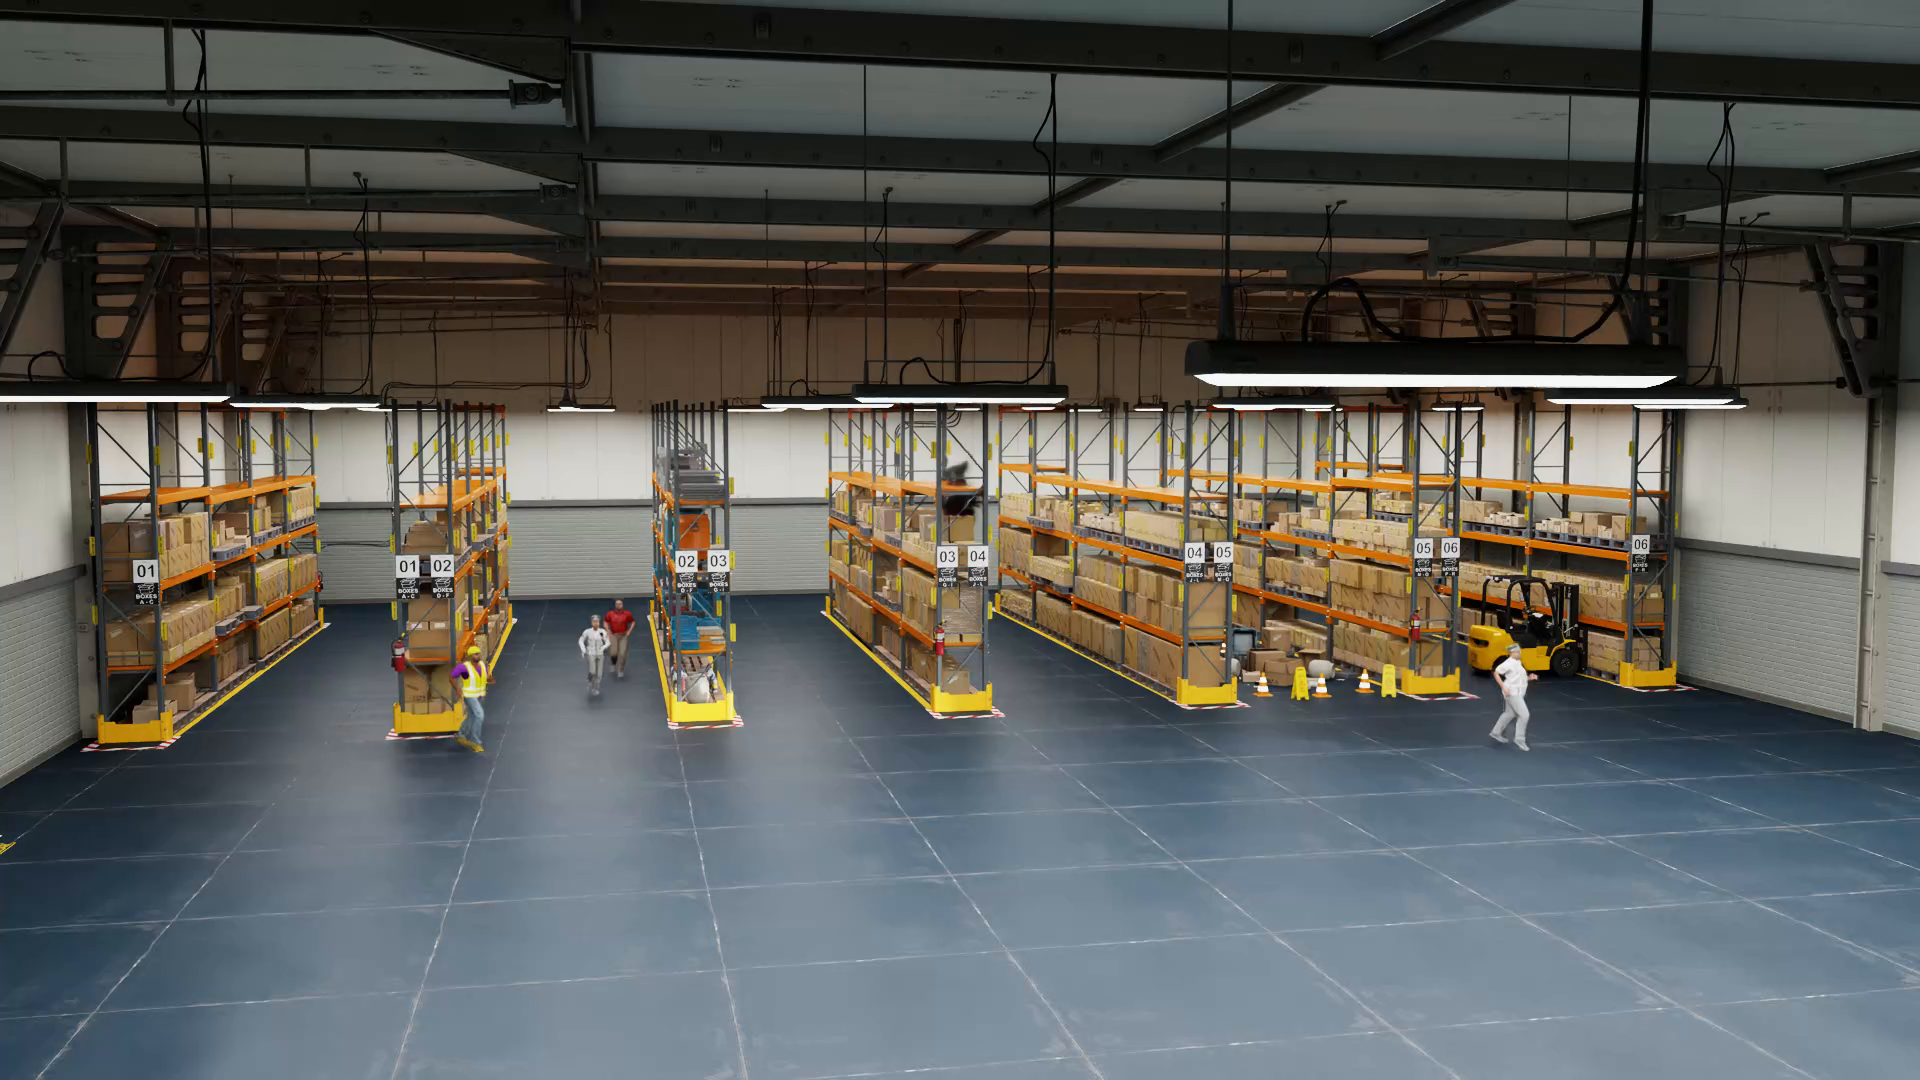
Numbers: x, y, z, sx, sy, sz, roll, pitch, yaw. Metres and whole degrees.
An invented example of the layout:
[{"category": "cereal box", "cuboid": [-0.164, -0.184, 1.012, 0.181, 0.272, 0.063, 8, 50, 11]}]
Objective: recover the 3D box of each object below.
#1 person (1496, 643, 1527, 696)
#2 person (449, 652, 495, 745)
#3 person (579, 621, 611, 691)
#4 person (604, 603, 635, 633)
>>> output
[{"category": "person", "cuboid": [9.505, 2.212, 28.595, 0.486, 0.901, 0.608, 2, 5, 29]}, {"category": "person", "cuboid": [-8.305, 2.644, 28.368, 0.780, 1.621, 0.686, 2, 5, 24]}, {"category": "person", "cuboid": [-7.414, 2.341, 33.844, 0.612, 1.551, 0.511, -2, 5, -21]}, {"category": "person", "cuboid": [-7.446, 1.707, 36.355, 0.650, 0.683, 0.370, -1, 4, -13]}]
